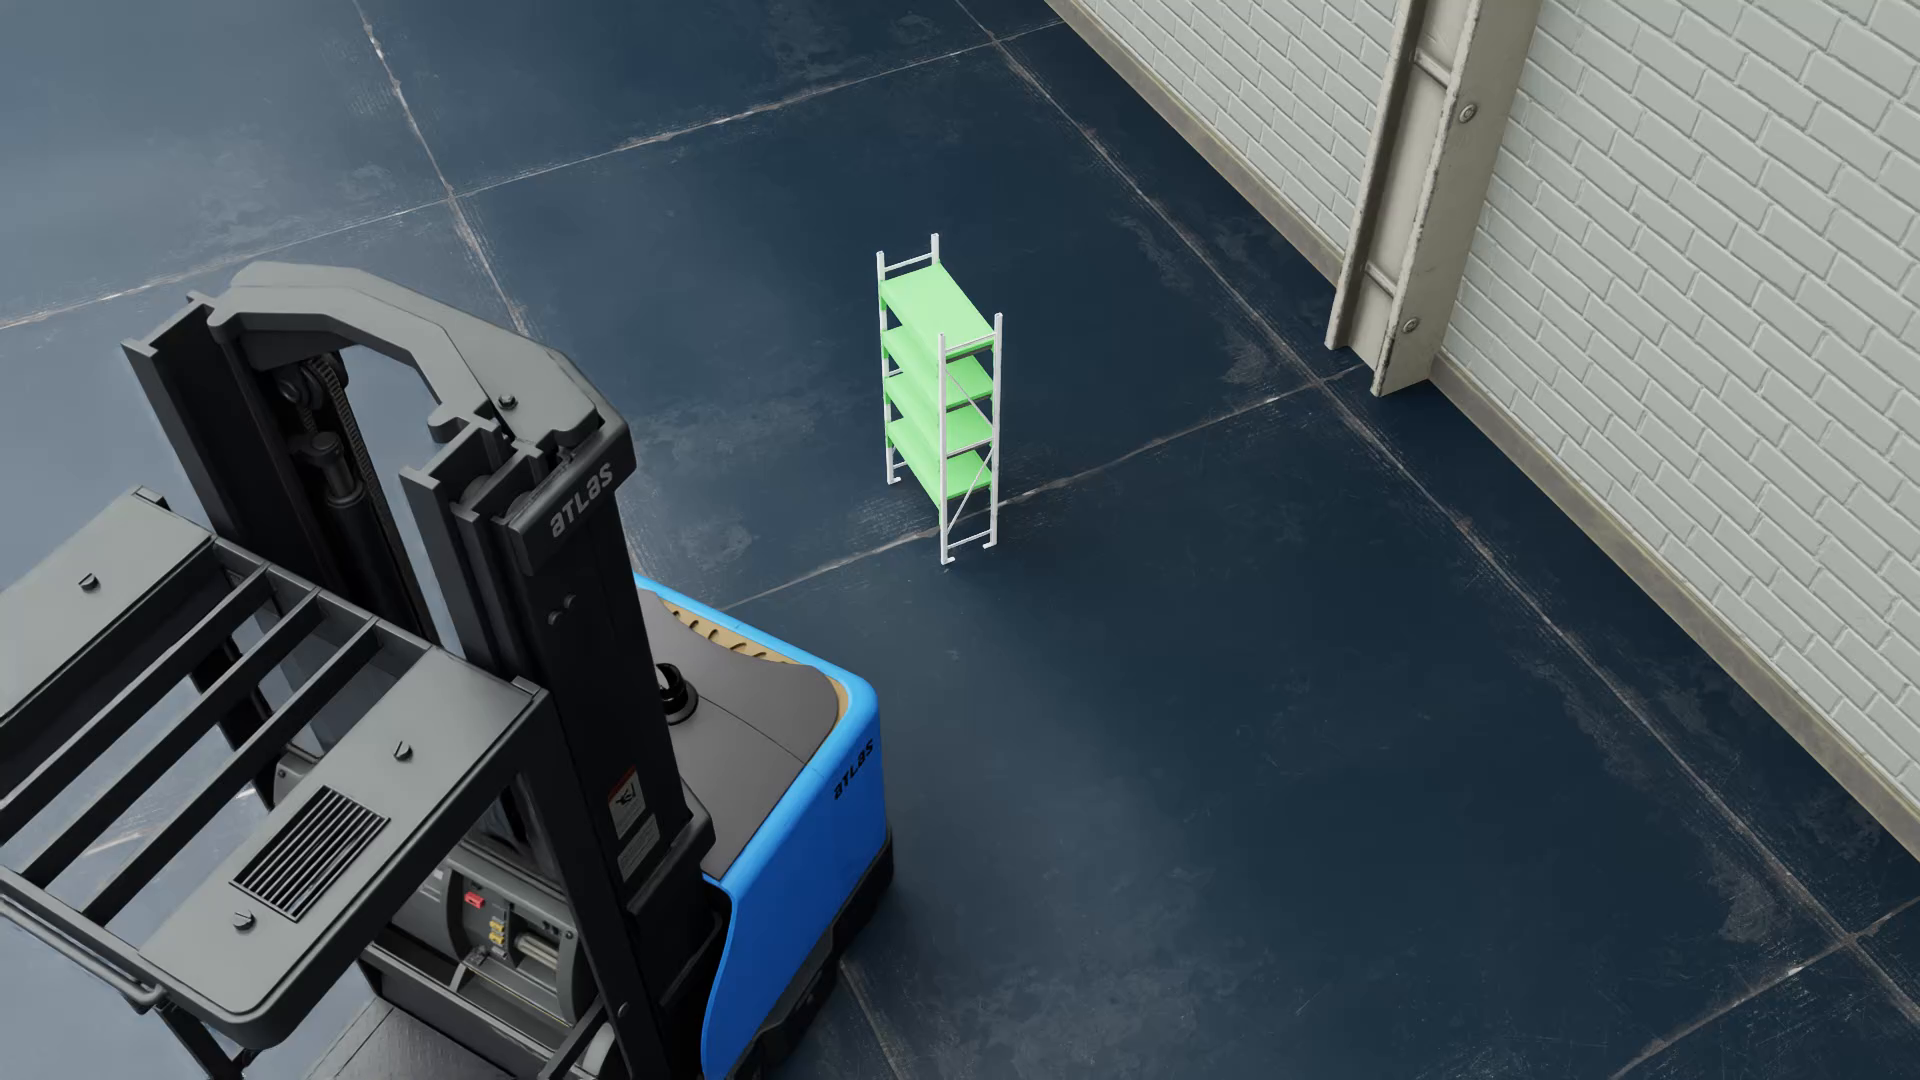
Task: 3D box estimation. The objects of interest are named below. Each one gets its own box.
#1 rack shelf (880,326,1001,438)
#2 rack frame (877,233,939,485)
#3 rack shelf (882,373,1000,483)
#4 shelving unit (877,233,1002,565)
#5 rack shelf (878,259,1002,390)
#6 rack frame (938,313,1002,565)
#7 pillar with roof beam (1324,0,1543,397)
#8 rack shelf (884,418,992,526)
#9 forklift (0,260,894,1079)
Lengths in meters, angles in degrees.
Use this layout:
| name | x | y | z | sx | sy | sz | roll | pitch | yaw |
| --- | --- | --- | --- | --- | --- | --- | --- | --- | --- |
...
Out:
| name | x | y | z | sx | sy | sz | roll | pitch | yaw |
| --- | --- | --- | --- | --- | --- | --- | --- | --- | --- |
| rack shelf | -0.076 | -0.622 | 6.155 | 0.258 | 0.148 | 0.480 | -21 | 52 | -18 |
| rack frame | -0.187 | -0.669 | 6.431 | 0.240 | 1.200 | 0.015 | -21 | 52 | -18 |
| rack shelf | -0.076 | -0.464 | 6.336 | 0.258 | 0.148 | 0.480 | -21 | 52 | -18 |
| shelving unit | -0.076 | -0.506 | 6.288 | 0.258 | 1.200 | 0.503 | -21 | 52 | -18 |
| rack shelf | -0.076 | -0.780 | 5.975 | 0.258 | 0.148 | 0.480 | -21 | 52 | -18 |
| rack frame | 0.036 | -0.342 | 6.145 | 0.240 | 1.200 | 0.015 | -21 | 52 | -18 |
| pillar with roof beam | -1.980 | -2.279 | 2.658 | 9.100 | 9.000 | 0.400 | -21 | 52 | -18 |
| rack shelf | -0.076 | -0.306 | 6.517 | 0.258 | 0.148 | 0.480 | -21 | 52 | -18 |
| forklift | -1.384 | 0.958 | 3.858 | 1.130 | 2.935 | 3.031 | 23 | 53 | 19 |
